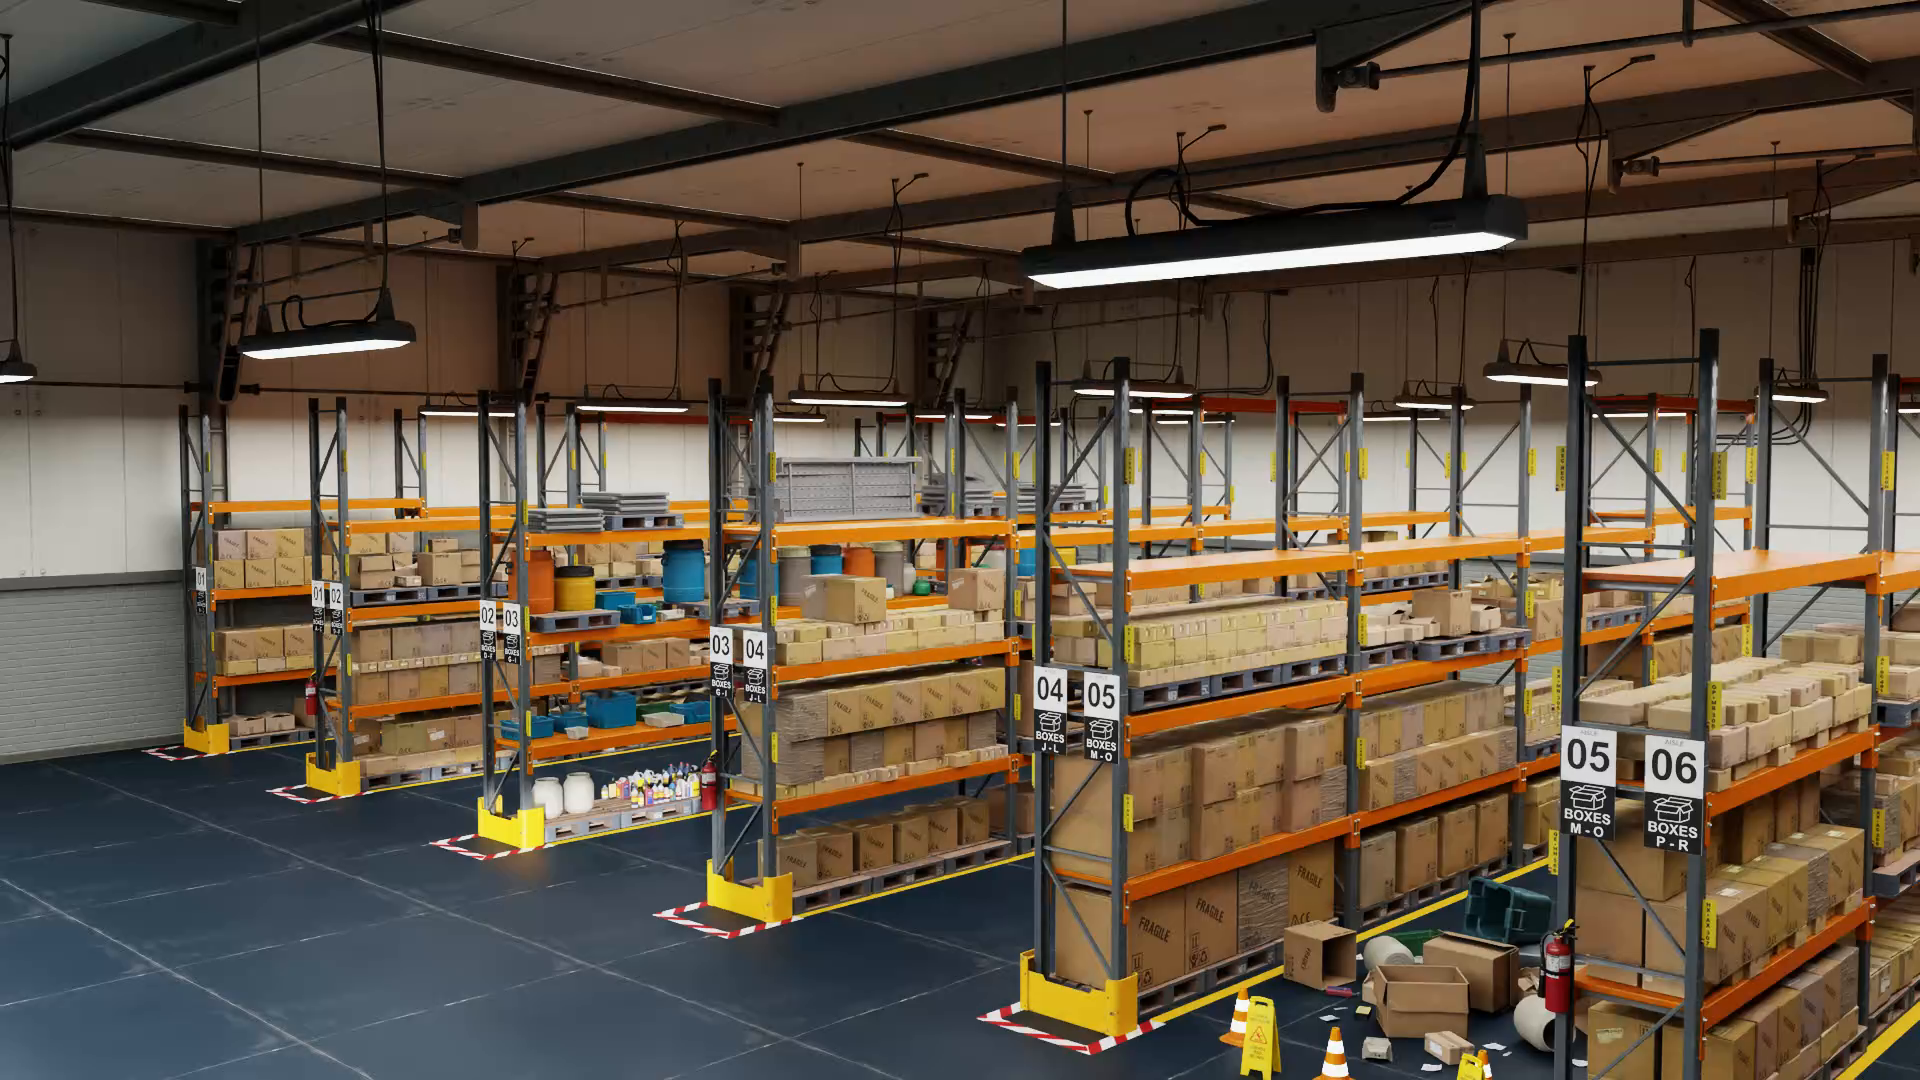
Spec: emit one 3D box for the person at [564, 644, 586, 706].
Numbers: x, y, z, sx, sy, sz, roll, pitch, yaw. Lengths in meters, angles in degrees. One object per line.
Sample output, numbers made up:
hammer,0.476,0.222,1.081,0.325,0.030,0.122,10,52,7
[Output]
person,-7.157,2.723,31.050,0.568,1.683,0.868,2,4,39
